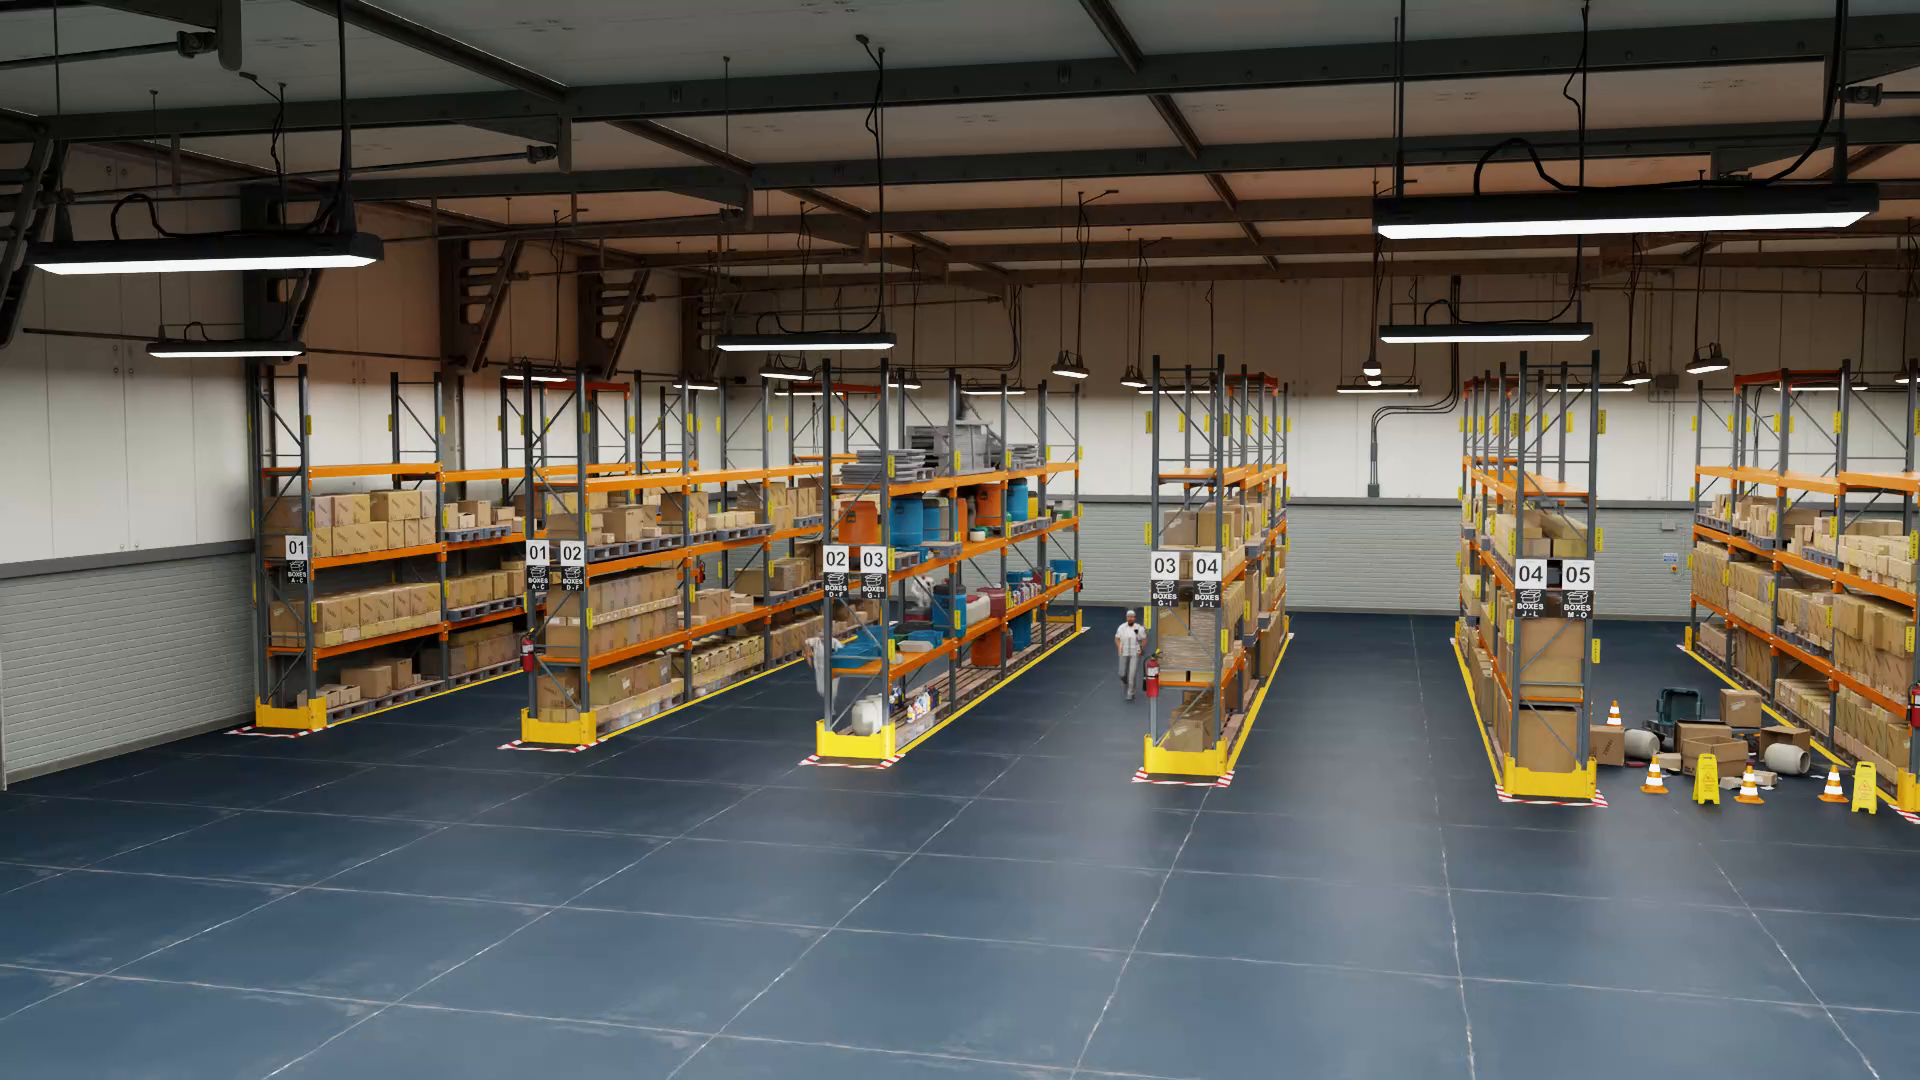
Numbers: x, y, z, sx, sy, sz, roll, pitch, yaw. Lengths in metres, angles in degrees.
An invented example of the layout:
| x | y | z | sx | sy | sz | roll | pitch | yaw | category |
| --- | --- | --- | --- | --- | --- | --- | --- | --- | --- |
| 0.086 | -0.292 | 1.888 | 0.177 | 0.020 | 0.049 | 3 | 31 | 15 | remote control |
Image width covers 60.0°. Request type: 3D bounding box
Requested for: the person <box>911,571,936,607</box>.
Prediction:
| x | y | z | sx | sy | sz | roll | pitch | yaw | category |
| --- | --- | --- | --- | --- | --- | --- | --- | --- | --- |
| -0.860 | 1.447 | 39.966 | 0.603 | 1.630 | 0.697 | 0 | 4 | 4 | person |

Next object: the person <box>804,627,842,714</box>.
| x | y | z | sx | sy | sz | roll | pitch | yaw | category |
| --- | --- | --- | --- | --- | --- | --- | --- | --- | --- |
| -2.342 | 2.252 | 28.559 | 0.694 | 1.571 | 0.882 | 0 | 4 | 3 | person |

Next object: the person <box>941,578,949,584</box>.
| x | y | z | sx | sy | sz | roll | pitch | yaw | category |
| --- | --- | --- | --- | --- | --- | --- | --- | --- | --- |
| -0.302 | 1.657 | 36.951 | 0.587 | 1.646 | 0.704 | 2 | 4 | 24 | person |

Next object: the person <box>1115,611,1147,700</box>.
| x | y | z | sx | sy | sz | roll | pitch | yaw | category |
| --- | --- | --- | --- | --- | --- | --- | --- | --- | --- |
| 3.130 | 2.100 | 30.458 | 0.595 | 1.609 | 0.560 | 1 | 4 | 12 | person |
